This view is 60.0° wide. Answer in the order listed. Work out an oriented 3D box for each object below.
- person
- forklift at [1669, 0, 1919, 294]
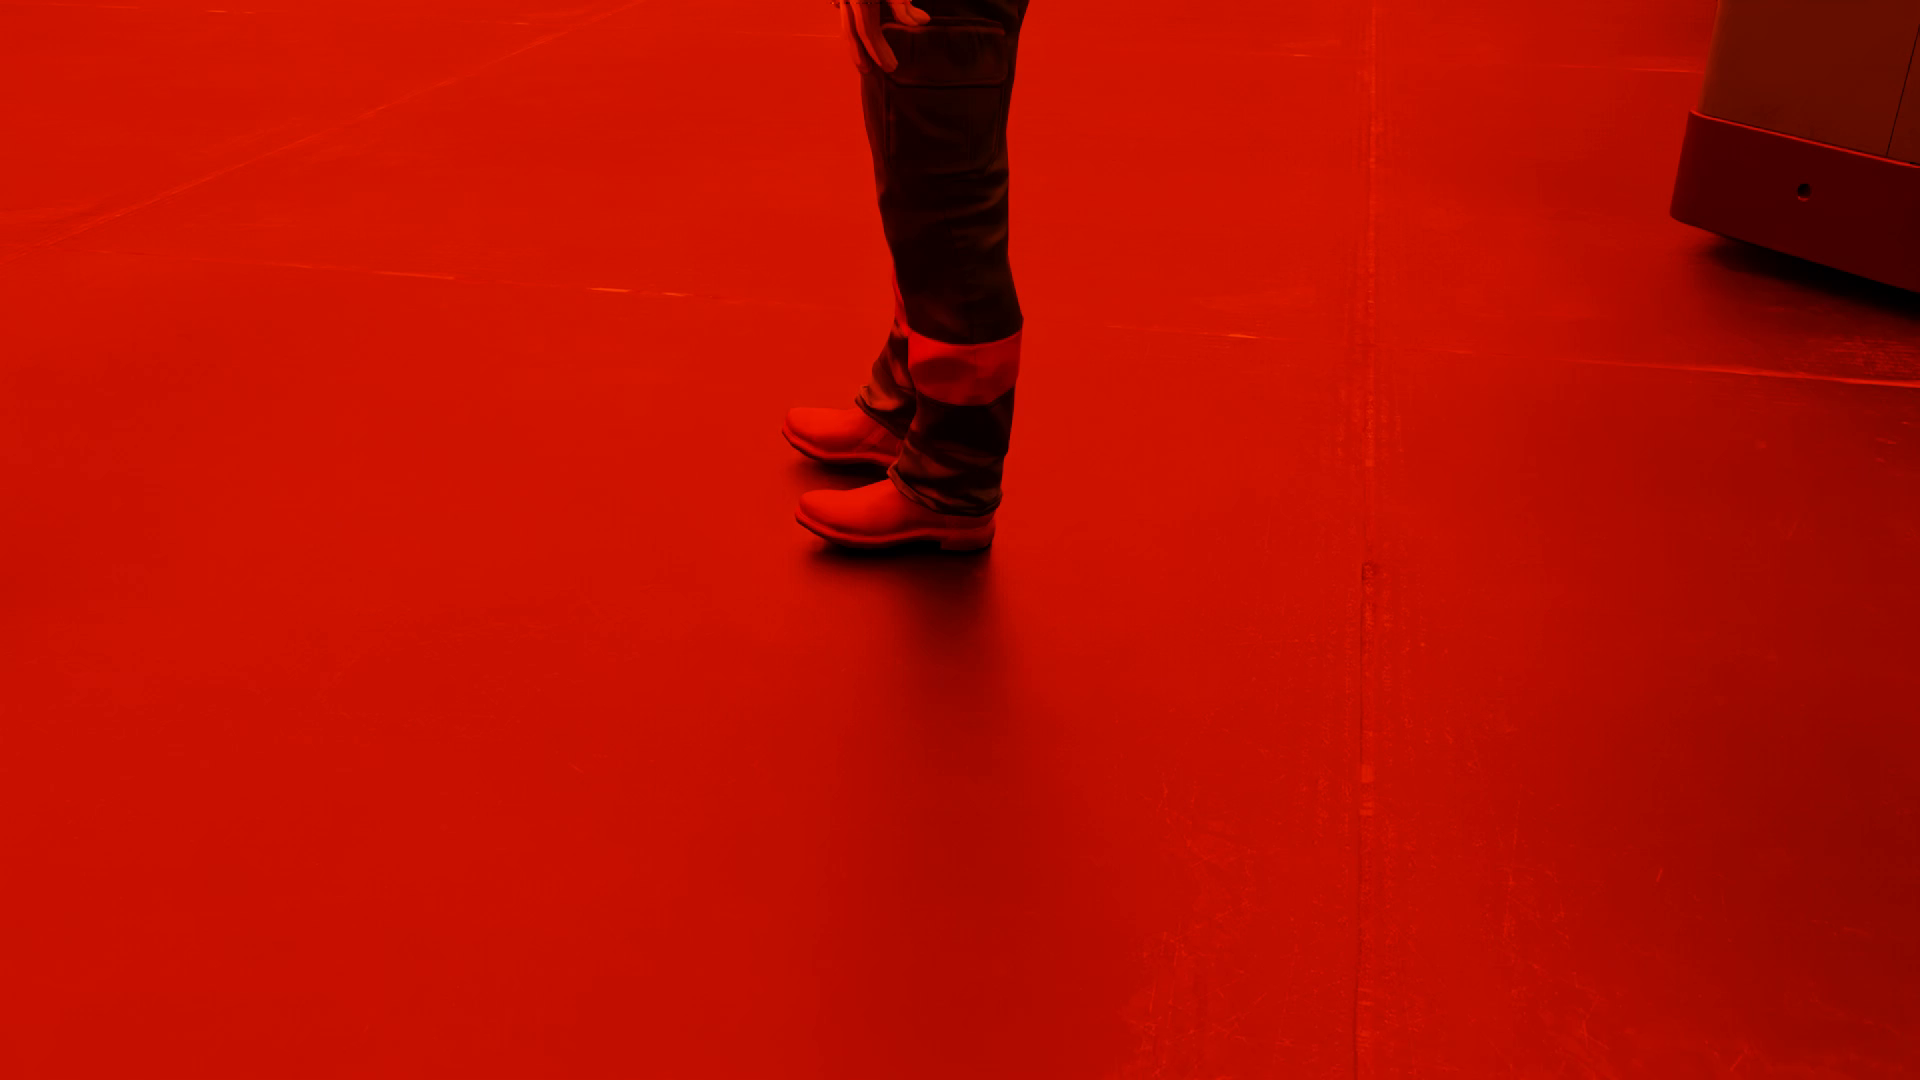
[{"bbox_3d":[-0.076,-0.819,2.121,0.562,1.789,0.633,6,27,11],"label":"person"},{"bbox_3d":[3.169,-2.117,3.442,3.031,2.935,1.130,-14,30,-25],"label":"forklift"}]
